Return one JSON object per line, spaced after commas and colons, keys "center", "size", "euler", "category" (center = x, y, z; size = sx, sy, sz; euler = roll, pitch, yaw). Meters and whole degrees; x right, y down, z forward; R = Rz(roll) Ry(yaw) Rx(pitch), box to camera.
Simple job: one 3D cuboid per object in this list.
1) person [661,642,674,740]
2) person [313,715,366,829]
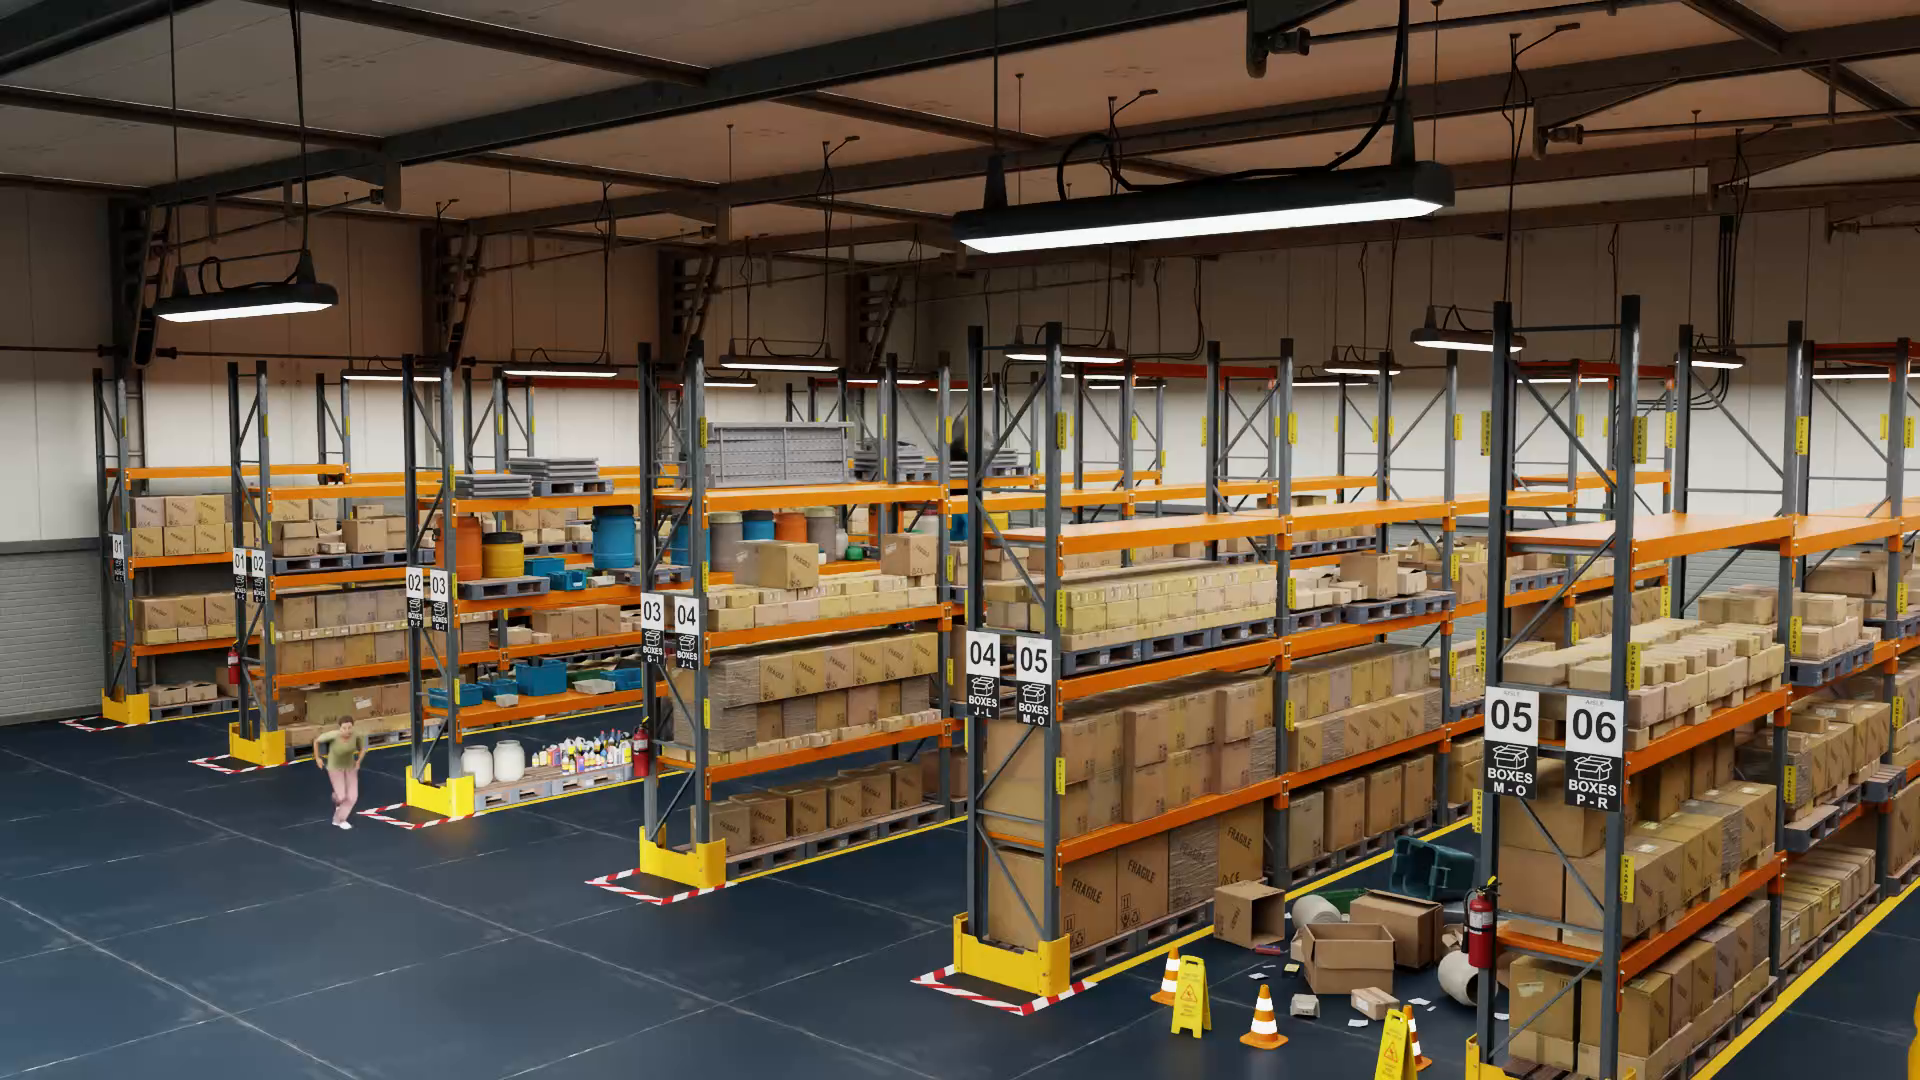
{"center": [-4.756, 2.394, 26.699], "size": [0.622, 1.653, 0.558], "euler": [2, 5, 30], "category": "person"}
{"center": [-7.782, 2.900, 20.851], "size": [0.599, 1.493, 0.789], "euler": [-3, 5, -34], "category": "person"}
